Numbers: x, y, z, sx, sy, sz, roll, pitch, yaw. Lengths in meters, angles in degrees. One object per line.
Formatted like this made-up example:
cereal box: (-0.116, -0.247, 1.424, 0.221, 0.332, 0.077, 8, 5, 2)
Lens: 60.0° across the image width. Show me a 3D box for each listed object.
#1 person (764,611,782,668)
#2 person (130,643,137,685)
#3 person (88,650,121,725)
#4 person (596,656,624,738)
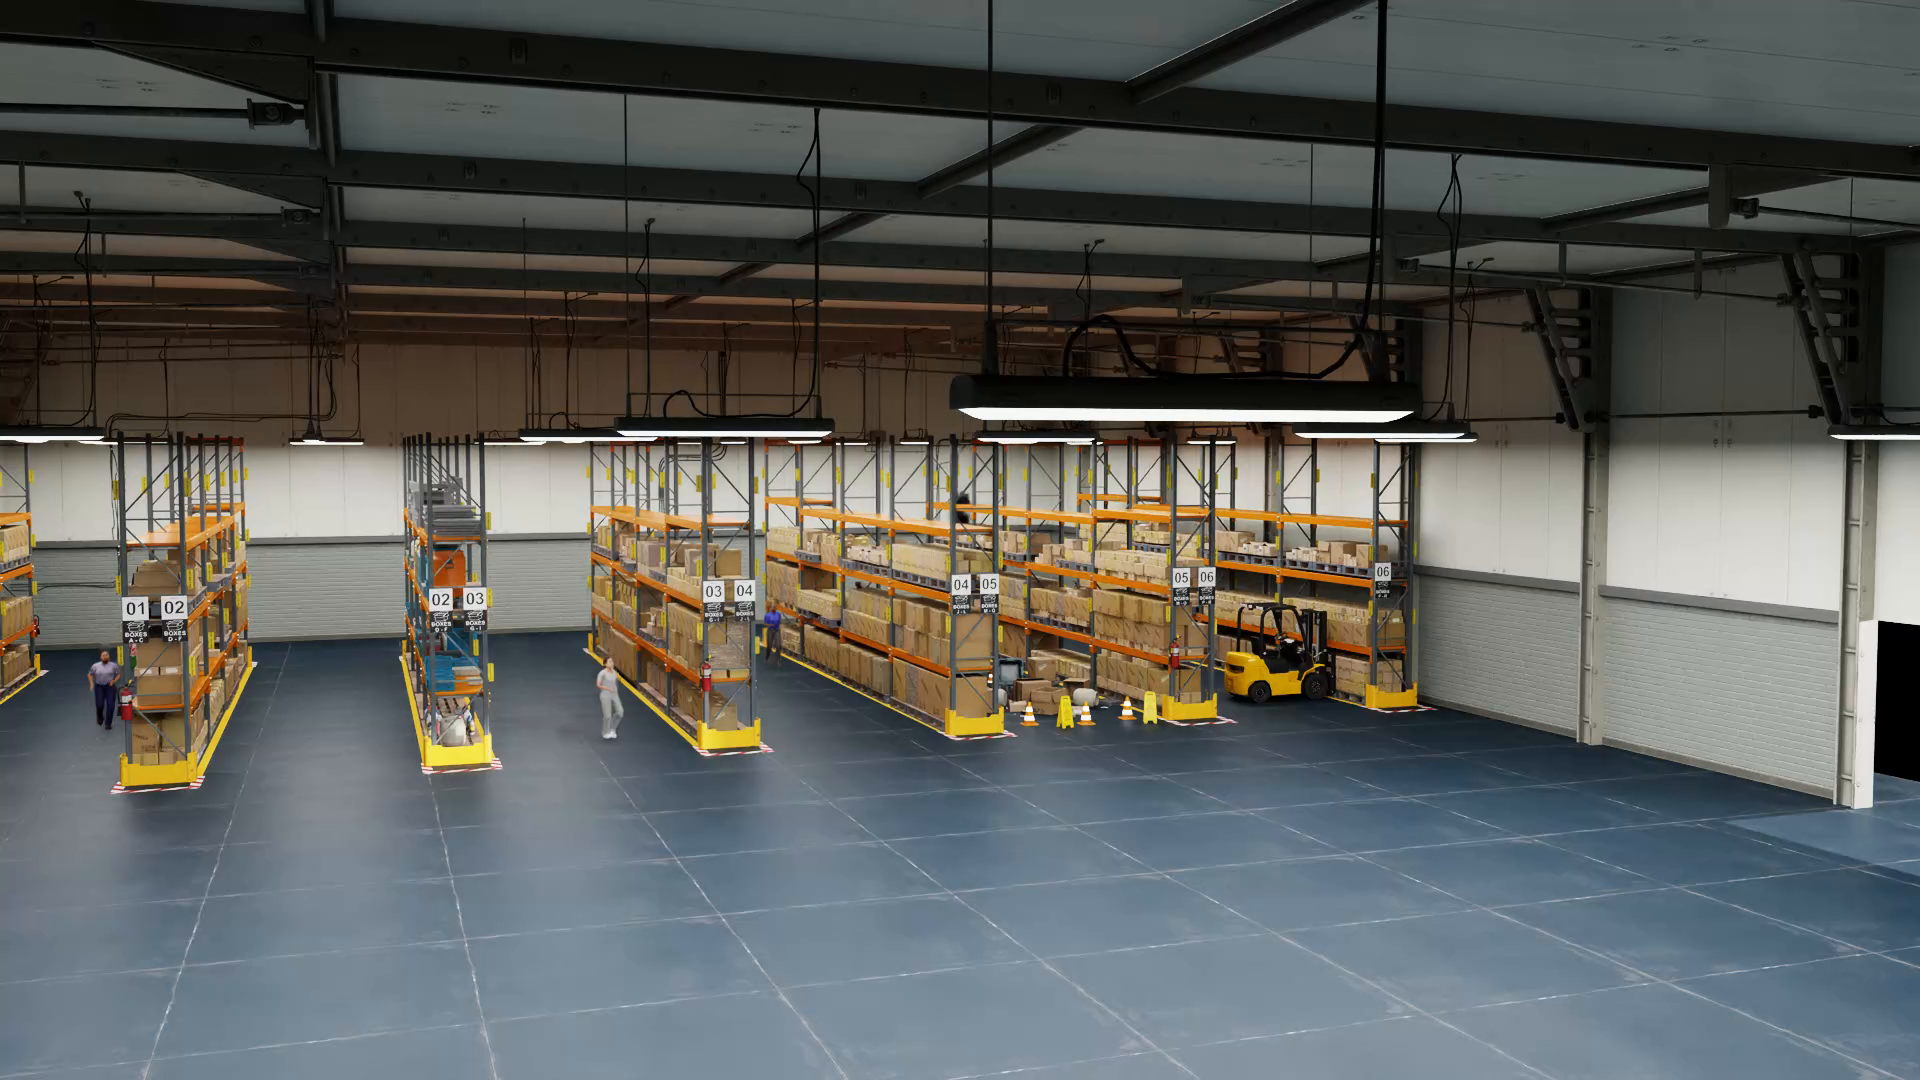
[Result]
person: (-4.923, 2.602, 43.639, 0.507, 1.480, 0.800, -1, 3, -22)
person: (-19.042, 2.619, 38.547, 0.651, 1.465, 0.476, -1, 3, -19)
person: (-17.362, 3.016, 33.774, 0.604, 1.535, 0.520, -2, 4, -29)
person: (-6.850, 3.088, 32.561, 0.569, 1.632, 0.599, -3, 4, -44)
